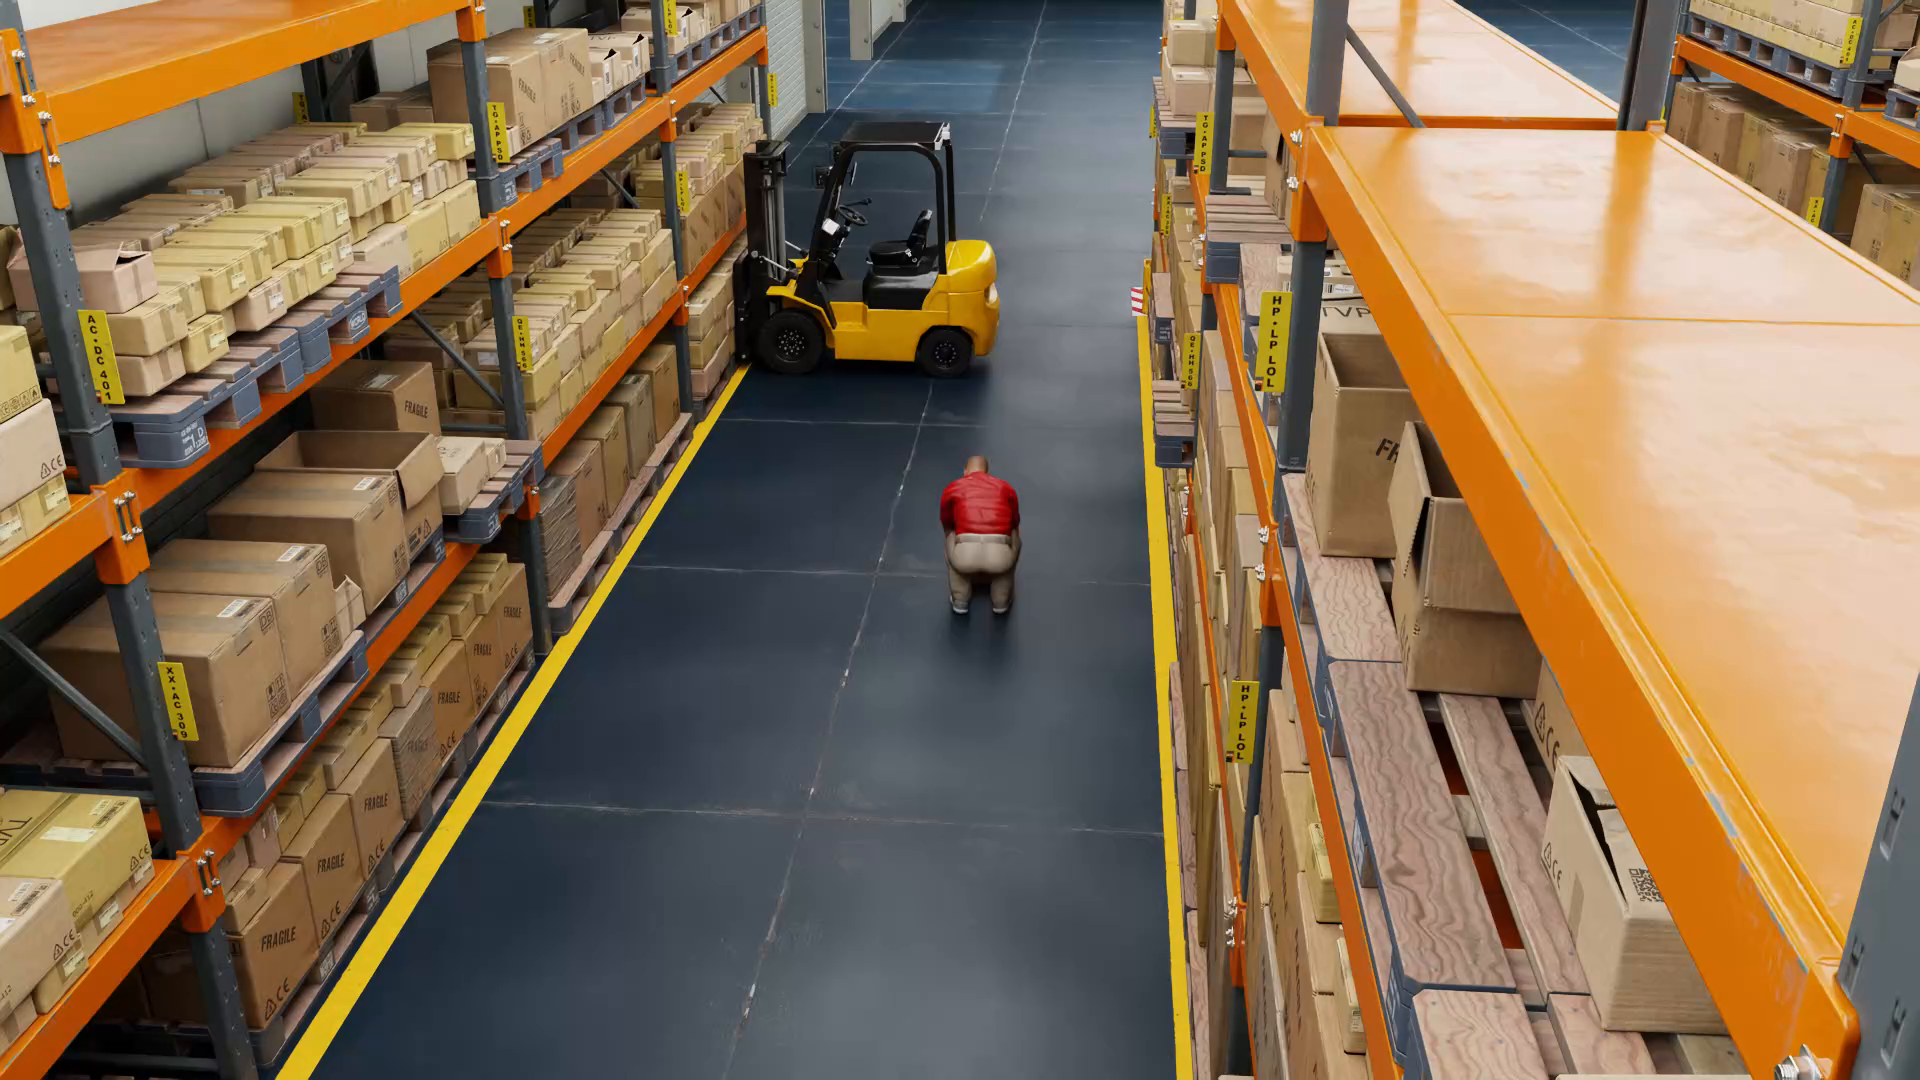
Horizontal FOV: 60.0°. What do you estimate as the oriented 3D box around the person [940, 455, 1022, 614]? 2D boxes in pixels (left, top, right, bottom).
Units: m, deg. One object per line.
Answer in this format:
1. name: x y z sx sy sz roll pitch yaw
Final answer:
1. person: 0.134 -0.014 11.073 0.556 0.901 0.860 2 24 4
